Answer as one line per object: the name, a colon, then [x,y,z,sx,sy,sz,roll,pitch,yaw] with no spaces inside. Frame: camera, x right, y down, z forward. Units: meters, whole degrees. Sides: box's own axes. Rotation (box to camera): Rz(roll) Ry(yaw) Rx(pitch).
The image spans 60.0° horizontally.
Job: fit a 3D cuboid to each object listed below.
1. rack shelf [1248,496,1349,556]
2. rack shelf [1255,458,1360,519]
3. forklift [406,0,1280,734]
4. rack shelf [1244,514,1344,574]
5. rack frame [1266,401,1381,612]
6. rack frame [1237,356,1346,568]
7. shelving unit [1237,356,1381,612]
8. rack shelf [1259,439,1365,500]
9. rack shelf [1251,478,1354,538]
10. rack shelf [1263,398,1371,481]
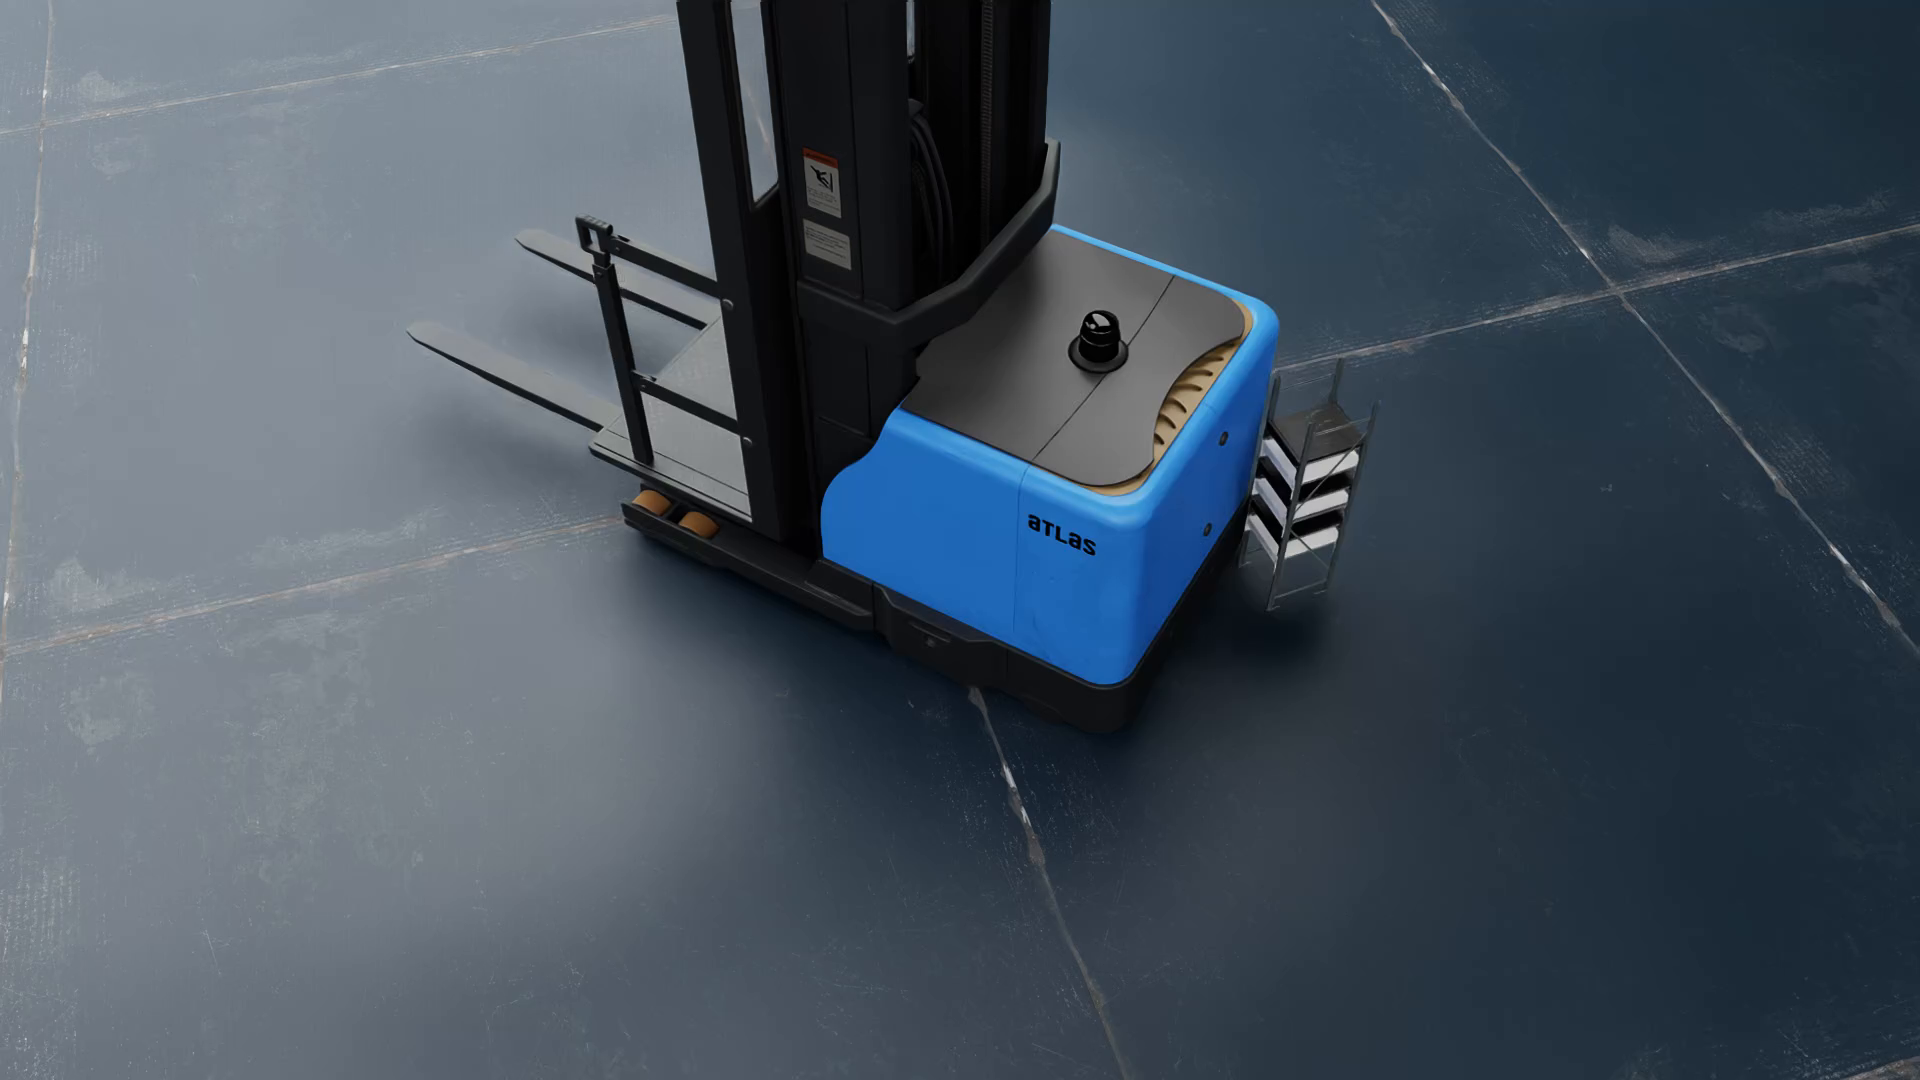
rack shelf: [1.094,-0.079,5.389,0.258,0.077,0.200,-17,52,-14]
rack shelf: [1.095,-0.195,5.251,0.258,0.077,0.200,-17,52,-14]
forklift: [-0.564,-1.202,4.846,3.031,2.935,1.130,24,54,19]
rack shelf: [1.094,-0.021,5.458,0.258,0.077,0.200,-17,52,-14]
rack frame: [1.133,-0.086,5.234,0.240,0.900,0.006,-17,52,-14]
rack frame: [1.056,-0.230,5.355,0.240,0.900,0.006,-17,52,-14]
shelving unit: [1.095,-0.158,5.295,0.258,0.900,0.210,-17,52,-14]
rack shelf: [1.095,-0.253,5.182,0.258,0.077,0.200,-17,52,-14]
rack shelf: [1.095,-0.137,5.320,0.258,0.077,0.200,-17,52,-14]
rack shelf: [1.095,-0.311,5.113,0.258,0.077,0.200,-17,52,-14]
